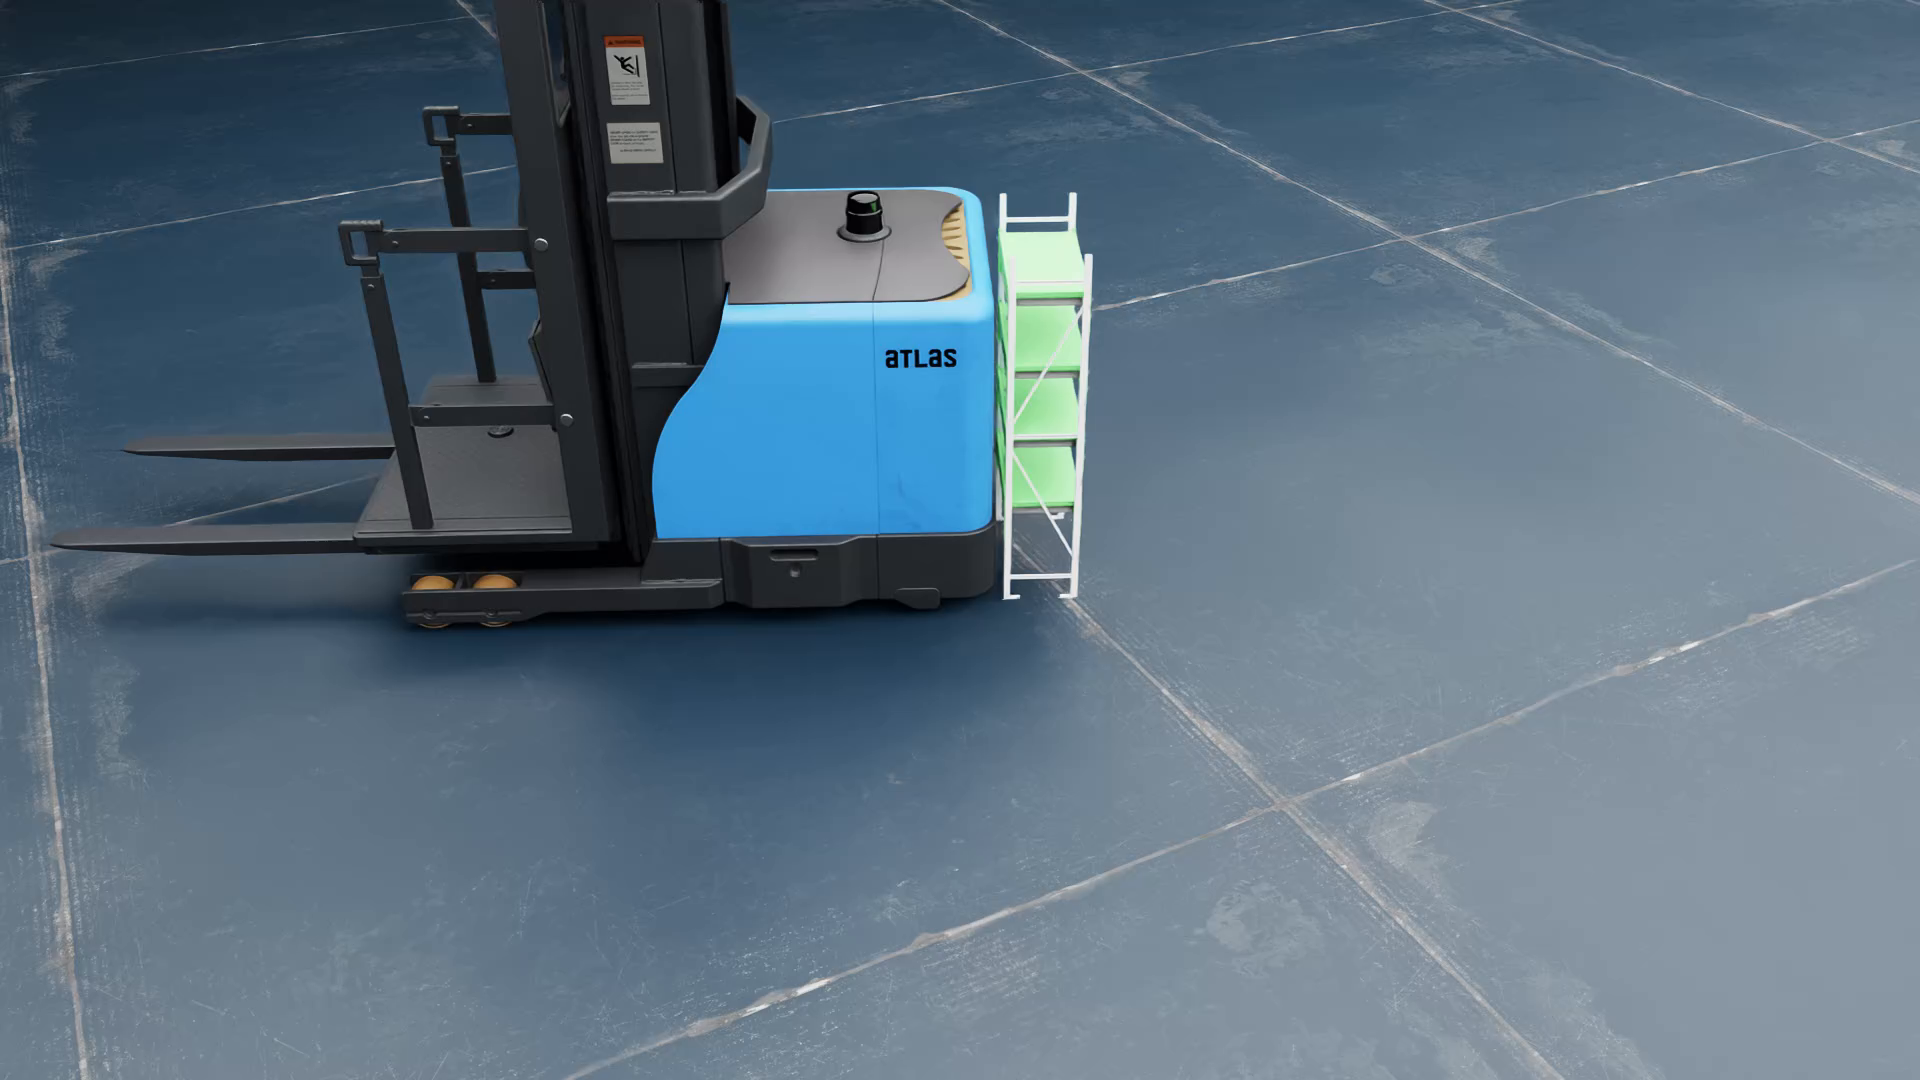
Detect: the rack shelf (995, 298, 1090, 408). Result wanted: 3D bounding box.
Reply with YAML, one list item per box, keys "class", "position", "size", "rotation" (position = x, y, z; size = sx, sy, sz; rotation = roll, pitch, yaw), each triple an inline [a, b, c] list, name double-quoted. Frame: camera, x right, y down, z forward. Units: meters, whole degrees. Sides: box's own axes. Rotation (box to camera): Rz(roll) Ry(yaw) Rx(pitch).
- class: "rack shelf"
  position: [0.254, -0.597, 5.243]
  size: [0.258, 0.148, 0.480]
  rotation: [-1, 33, -2]

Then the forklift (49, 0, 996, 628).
- class: "forklift"
  position: [-1.415, -1.243, 4.974]
  size: [3.031, 2.935, 1.130]
  rotation: [-1, 33, -2]

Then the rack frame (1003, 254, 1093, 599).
- class: "rack frame"
  position: [0.263, -0.317, 5.132]
  size: [0.240, 1.200, 0.015]
  rotation: [-1, 33, -2]

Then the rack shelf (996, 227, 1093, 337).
- class: "rack shelf"
  position: [0.254, -0.799, 5.113]
  size: [0.258, 0.148, 0.480]
  rotation: [-1, 33, -2]

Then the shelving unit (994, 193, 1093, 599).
- class: "shelving unit"
  position: [0.254, -0.448, 5.338]
  size: [0.258, 1.200, 0.503]
  rotation: [-1, 33, -2]

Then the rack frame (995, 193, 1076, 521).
- class: "rack frame"
  position: [0.245, -0.580, 5.543]
  size: [0.240, 1.200, 0.015]
  rotation: [-1, 33, -2]

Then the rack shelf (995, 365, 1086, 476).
- class: "rack shelf"
  position: [0.254, -0.395, 5.372]
  size: [0.258, 0.148, 0.480]
  rotation: [-1, 33, -2]

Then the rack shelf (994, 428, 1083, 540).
- class: "rack shelf"
  position: [0.254, -0.193, 5.502]
  size: [0.258, 0.148, 0.480]
  rotation: [-1, 33, -2]
